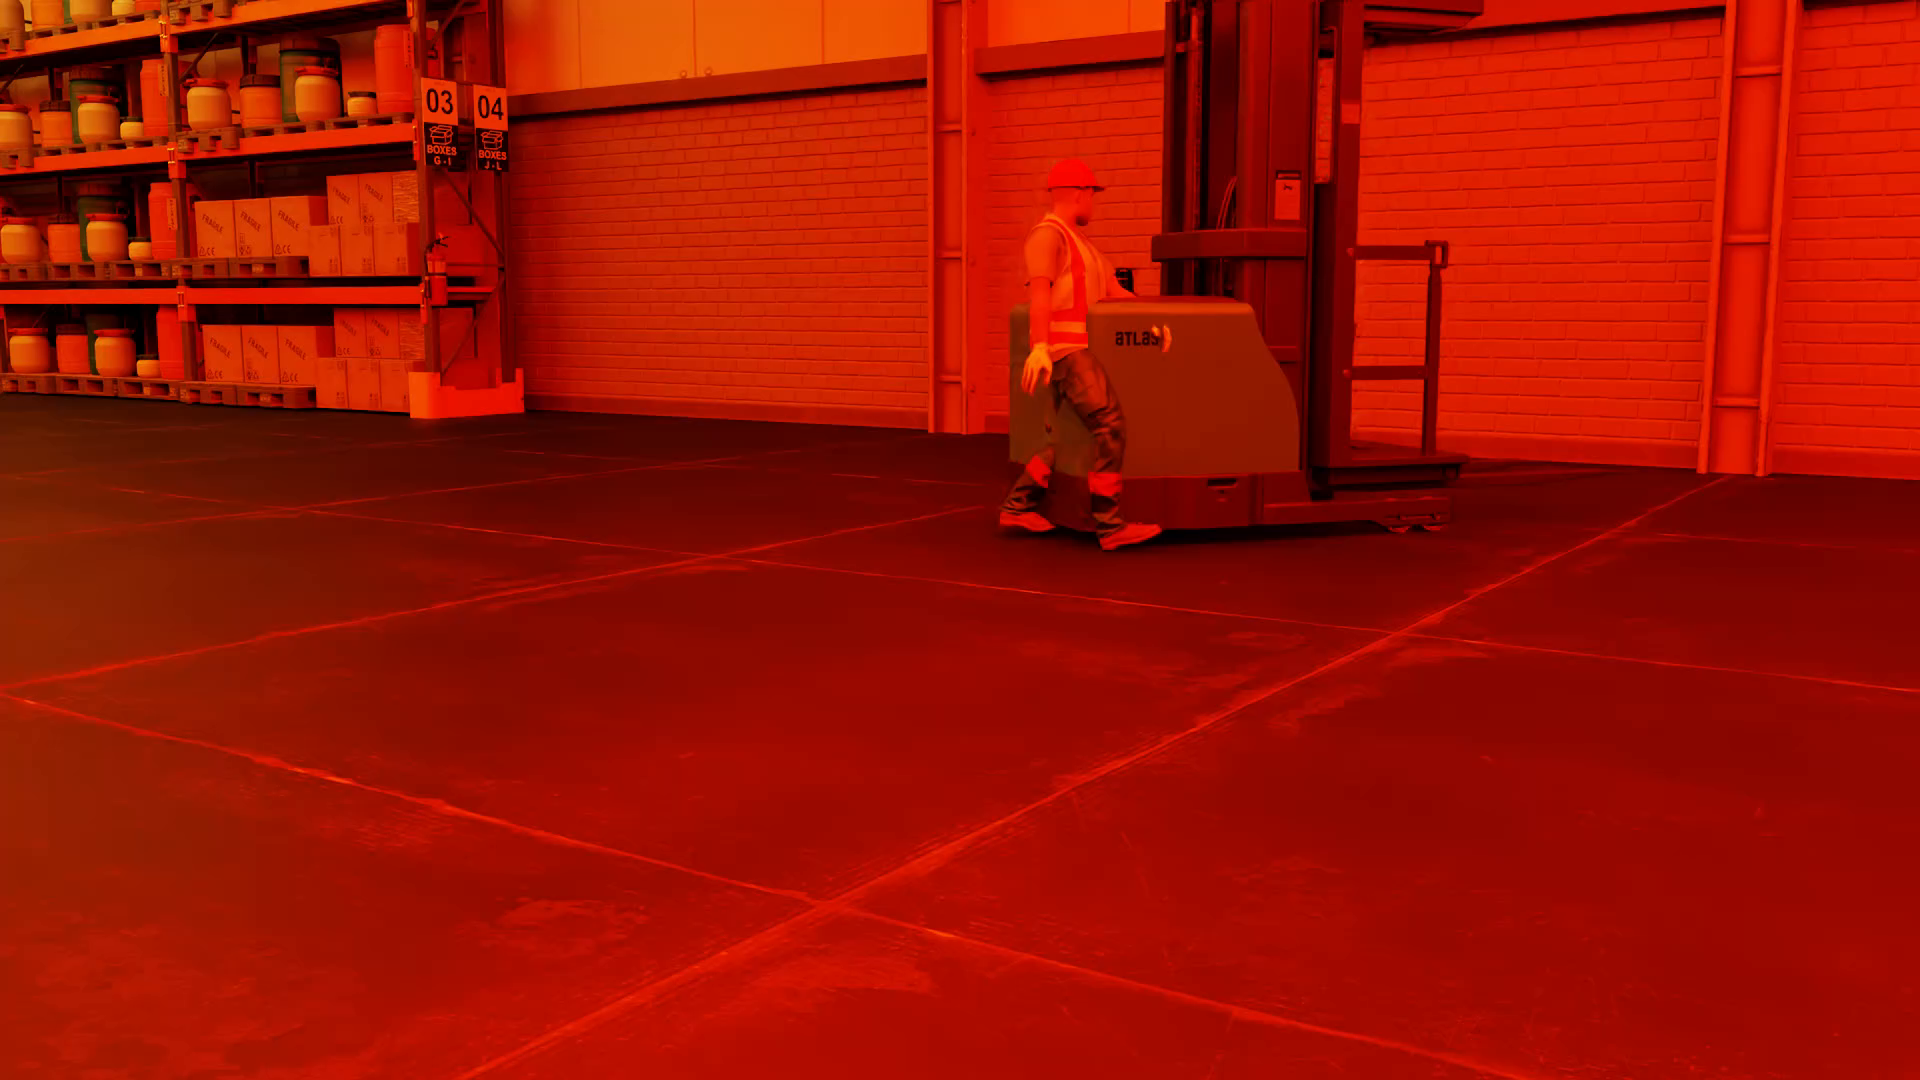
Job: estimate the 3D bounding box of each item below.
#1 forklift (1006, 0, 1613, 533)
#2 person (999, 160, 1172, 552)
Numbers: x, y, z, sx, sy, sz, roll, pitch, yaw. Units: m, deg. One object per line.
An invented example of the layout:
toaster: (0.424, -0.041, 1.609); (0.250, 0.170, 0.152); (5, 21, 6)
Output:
forklift: (1.798, -1.550, 8.091); (3.031, 2.935, 1.130); (-3, 9, -20)
person: (0.513, -0.811, 7.326); (0.832, 1.716, 0.714); (2, 8, 16)
